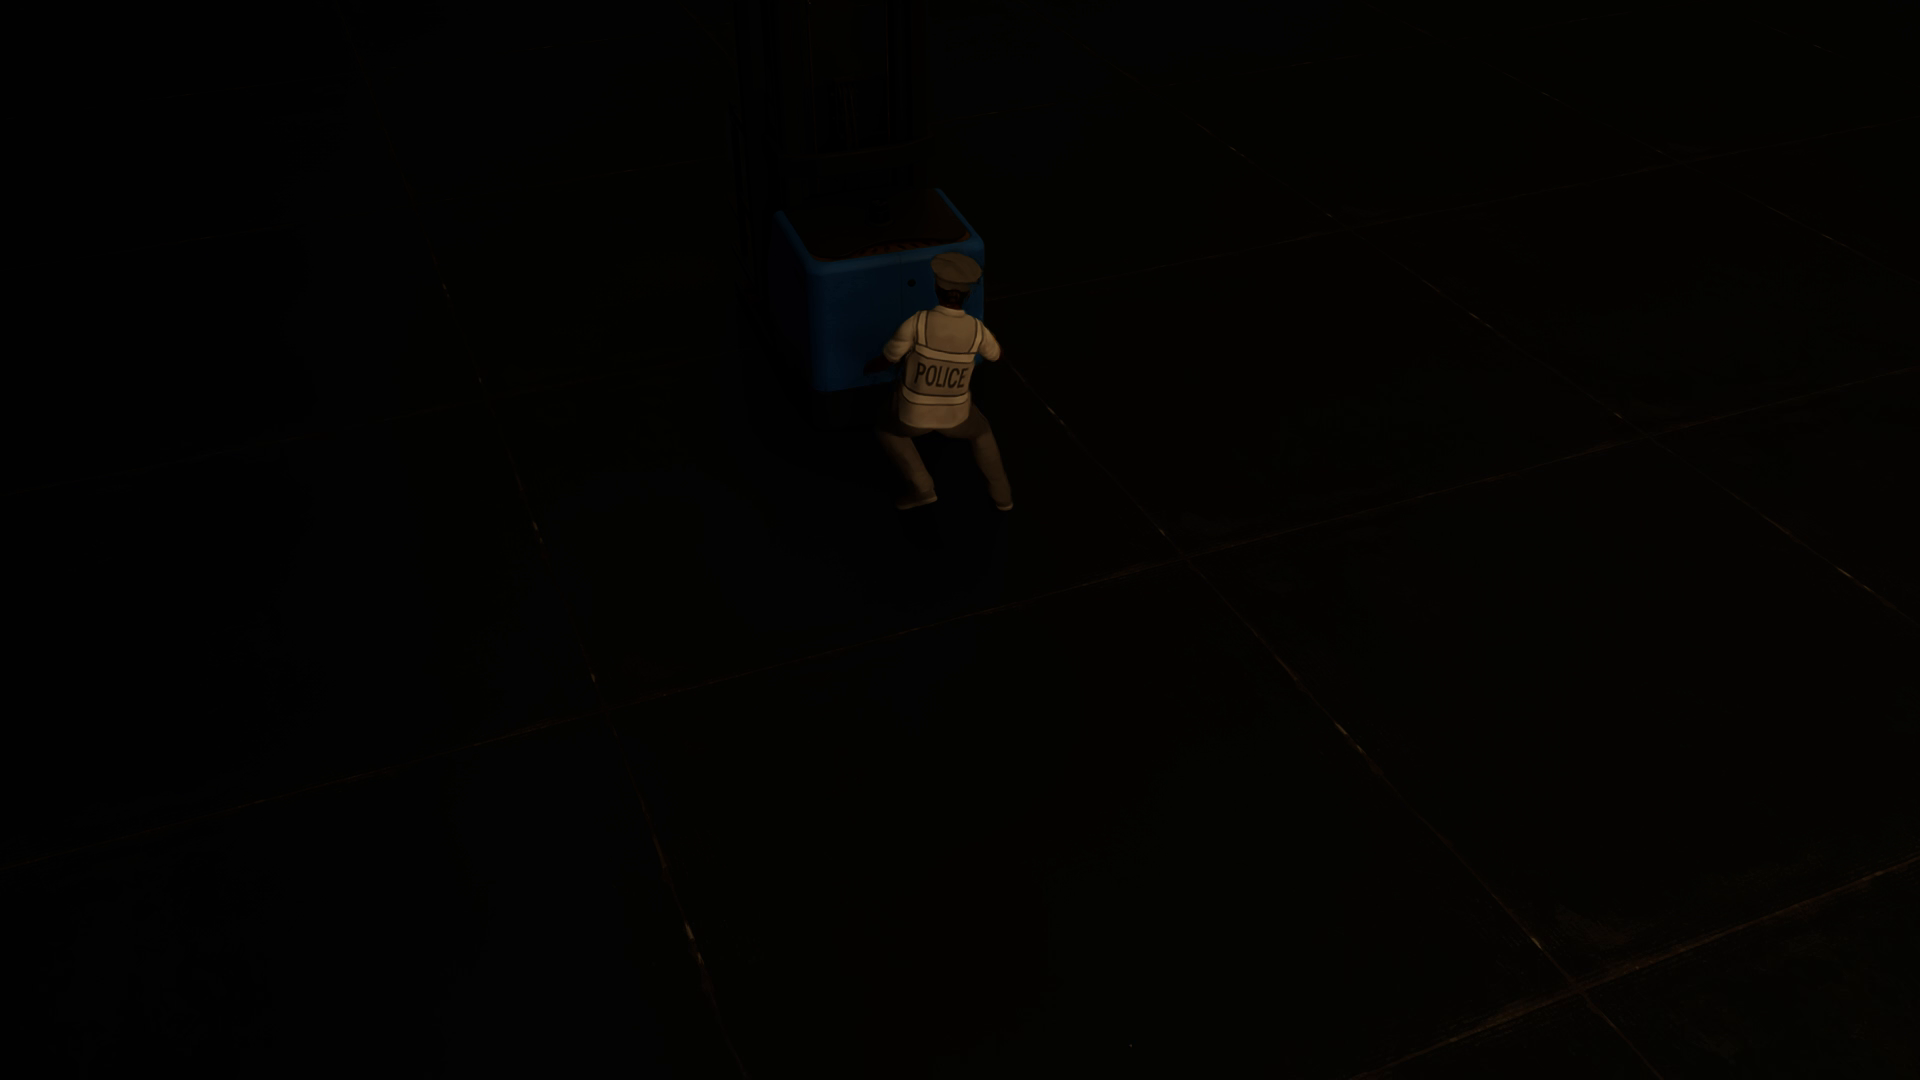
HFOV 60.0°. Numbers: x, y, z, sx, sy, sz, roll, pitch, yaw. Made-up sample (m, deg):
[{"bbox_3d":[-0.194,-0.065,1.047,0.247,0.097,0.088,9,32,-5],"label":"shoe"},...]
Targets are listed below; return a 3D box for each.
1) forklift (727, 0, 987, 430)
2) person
[{"bbox_3d":[-0.813,-2.666,9.848,1.130,2.935,3.031,-11,37,-16],"label":"forklift"},{"bbox_3d":[-0.092,-0.770,8.404,0.779,1.510,0.666,-4,36,-6],"label":"person"}]
